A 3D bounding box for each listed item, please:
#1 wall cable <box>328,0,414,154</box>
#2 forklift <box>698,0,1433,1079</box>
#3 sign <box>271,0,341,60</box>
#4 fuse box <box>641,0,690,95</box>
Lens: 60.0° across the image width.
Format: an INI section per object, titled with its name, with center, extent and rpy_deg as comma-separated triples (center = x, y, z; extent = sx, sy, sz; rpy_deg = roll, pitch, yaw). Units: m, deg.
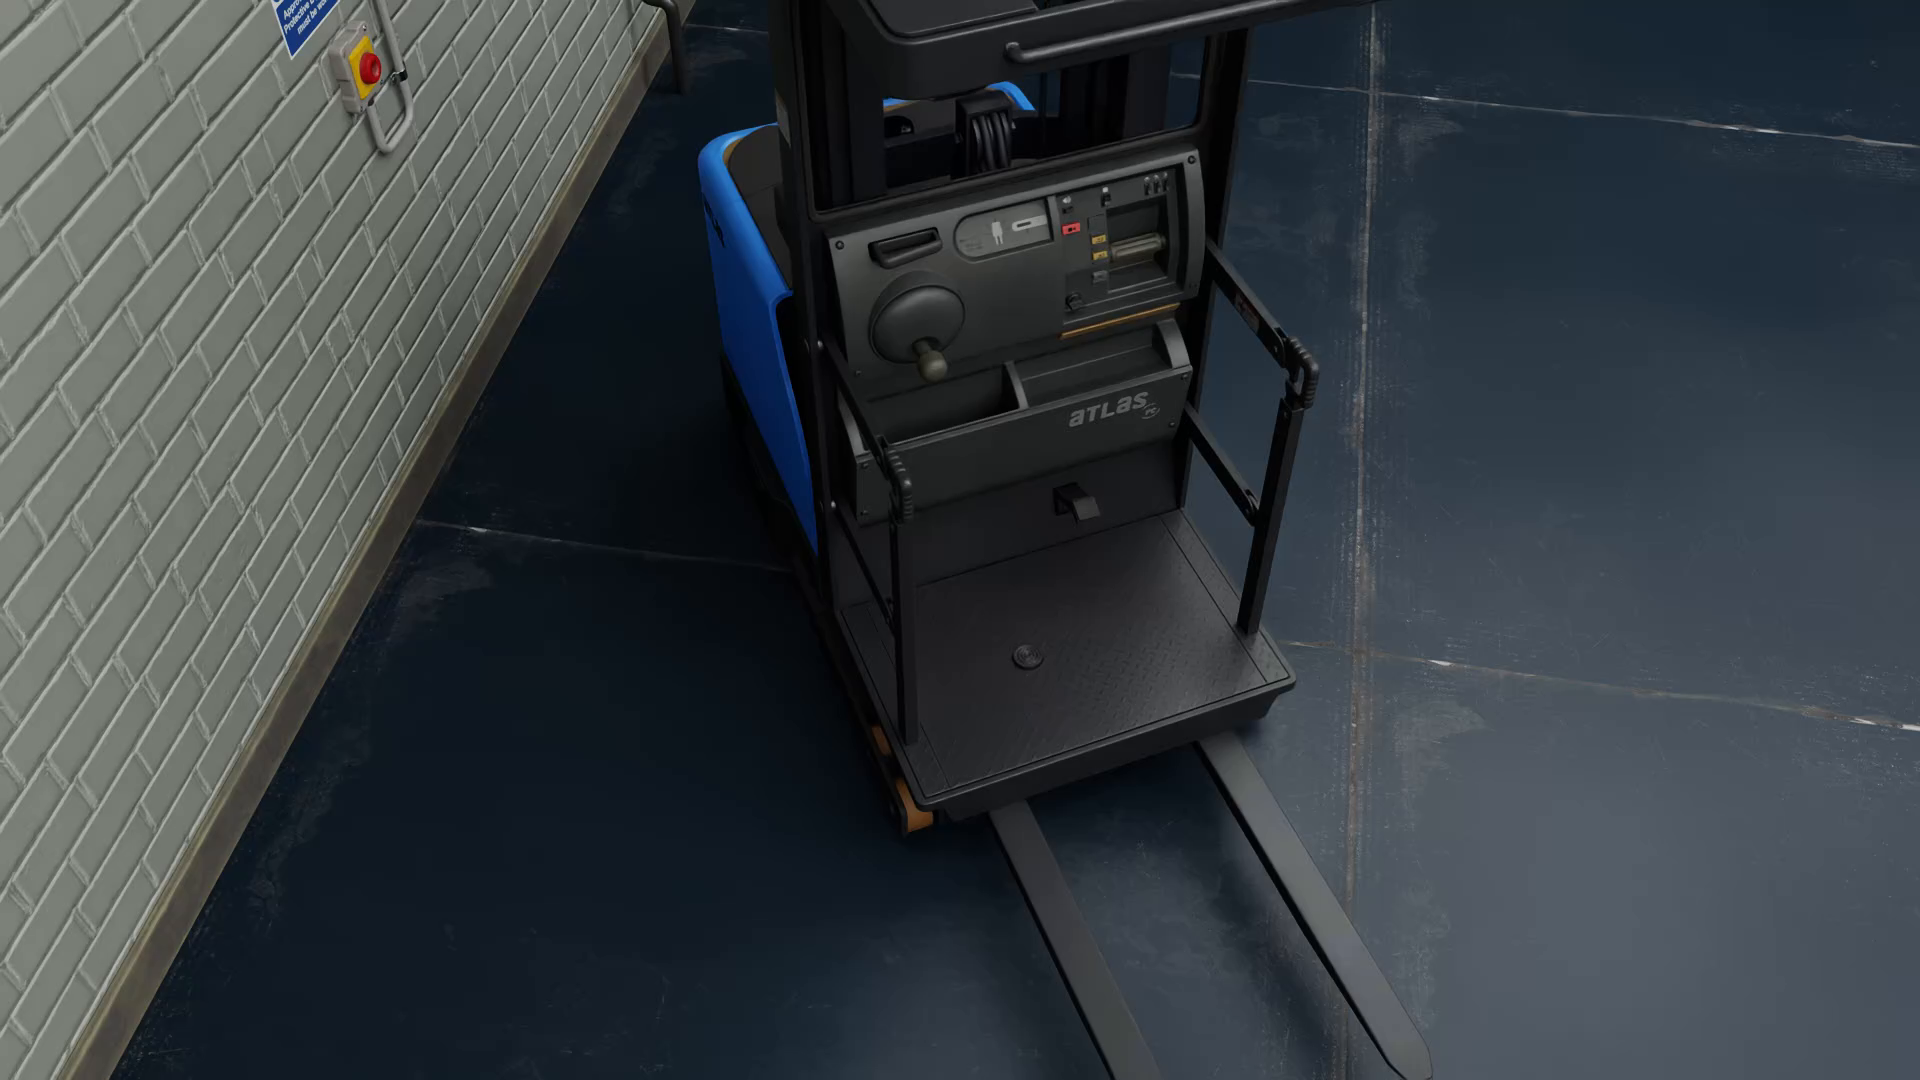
[wall cable]
center = -1.638, -1.722, 4.077
extent = 0.123, 1.953, 0.585
rpy_deg = 8, 49, 7
[forklift]
center = 0.228, -0.549, 3.773
extent = 1.130, 2.935, 3.031
rpy_deg = -16, 50, -14
[sign]
center = -1.706, -1.436, 4.342
extent = 0.001, 0.218, 0.327
rpy_deg = 8, 49, 7
[fuse box]
center = -1.120, -2.460, 6.310
extent = 0.414, 1.711, 0.539
rpy_deg = 8, 49, 7
